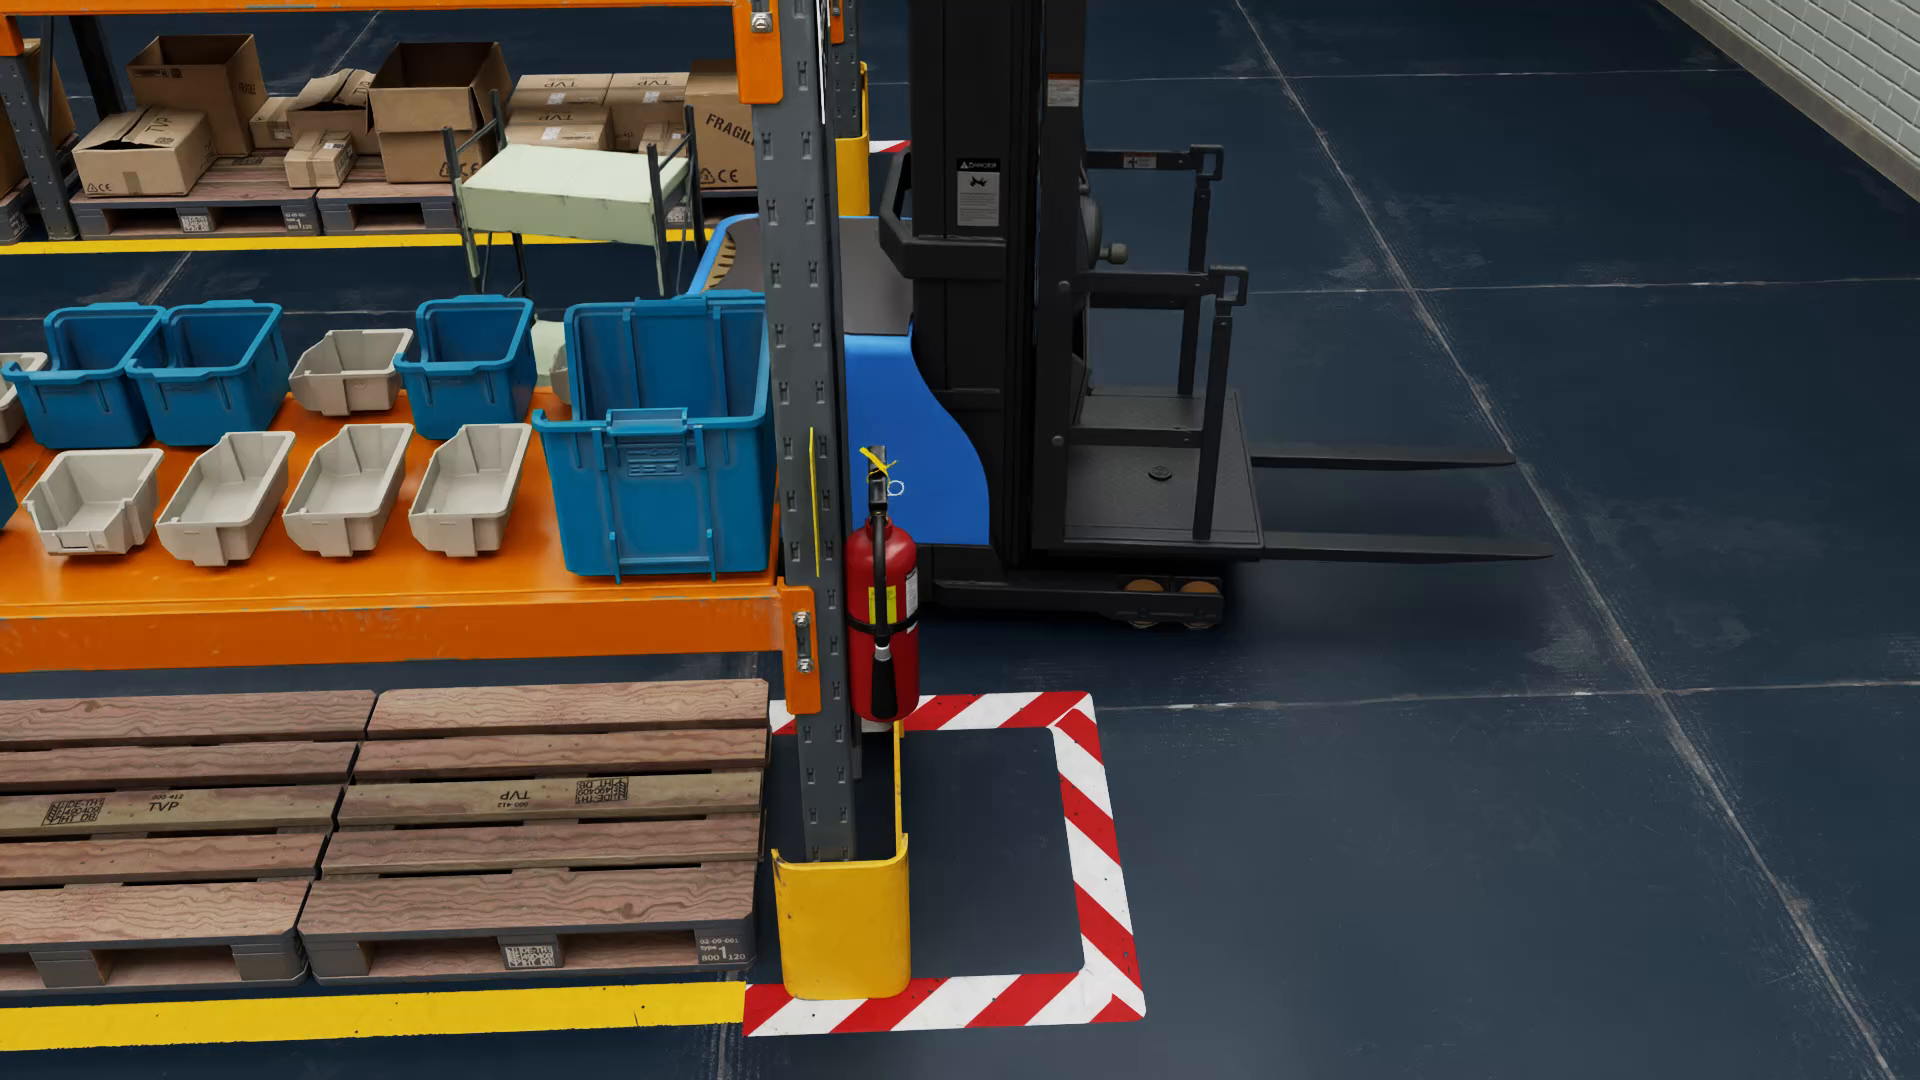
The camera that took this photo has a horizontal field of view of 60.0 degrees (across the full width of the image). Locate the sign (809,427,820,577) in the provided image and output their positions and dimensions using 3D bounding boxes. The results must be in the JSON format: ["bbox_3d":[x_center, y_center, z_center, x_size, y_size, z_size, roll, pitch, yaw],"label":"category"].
[{"bbox_3d":[-0.313,-0.079,3.585,0.005,0.325,0.100,-2,35,-2],"label":"sign"}]

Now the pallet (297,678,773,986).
[{"bbox_3d":[-1.180,0.822,4.876,1.213,0.211,1.003,-2,35,-2],"label":"pallet"}]

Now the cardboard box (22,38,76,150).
[{"bbox_3d":[-5.076,-2.311,8.763,0.500,0.500,0.500,-3,35,-4],"label":"cardboard box"}]

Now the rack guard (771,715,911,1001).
[{"bbox_3d":[-0.331,0.695,4.806,0.348,0.500,1.175,-2,35,-2],"label":"rack guard"}]

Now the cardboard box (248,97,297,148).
[{"bbox_3d":[-3.654,-2.262,9.001,0.250,0.149,0.380,-2,35,-2],"label":"cardboard box"}]

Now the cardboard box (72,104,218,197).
[{"bbox_3d":[-4.152,-1.996,8.474,0.500,0.311,0.500,-2,35,-2],"label":"cardboard box"}]

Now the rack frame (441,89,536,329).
[{"bbox_3d":[-1.702,-0.882,6.206,0.023,1.500,0.400,7,35,10],"label":"rack frame"}]

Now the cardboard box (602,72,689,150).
[{"bbox_3d":[-1.642,-2.324,9.001,0.500,0.250,0.500,-2,35,-2],"label":"cardboard box"}]

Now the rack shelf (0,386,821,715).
[{"bbox_3d":[-2.353,0.025,4.210,4.000,0.370,1.077,-2,35,-2],"label":"rack shelf"}]

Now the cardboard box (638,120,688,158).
[{"bbox_3d":[-1.526,-2.042,8.667,0.250,0.166,0.380,-2,35,-2],"label":"cardboard box"}]

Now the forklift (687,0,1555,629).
[{"bbox_3d":[0.580,-1.207,5.419,3.031,2.935,1.130,2,35,3],"label":"forklift"}]

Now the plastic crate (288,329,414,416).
[{"bbox_3d":[-1.619,-0.441,4.431,0.298,0.136,0.250,-2,35,-2],"label":"plastic crate"}]

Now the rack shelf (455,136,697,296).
[{"bbox_3d":[-1.343,-1.160,5.922,0.720,0.370,0.431,7,35,10],"label":"rack shelf"}]

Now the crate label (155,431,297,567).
[{"bbox_3d":[-1.728,-0.095,3.930,0.243,0.136,0.396,-2,35,-2],"label":"crate label"}]

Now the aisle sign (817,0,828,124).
[{"bbox_3d":[-0.269,-1.229,3.105,0.004,0.787,0.394,-2,35,-2],"label":"aisle sign"}]

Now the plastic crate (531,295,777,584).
[{"bbox_3d":[-0.680,-0.248,3.889,0.499,0.435,0.616,-2,35,-2],"label":"plastic crate"}]

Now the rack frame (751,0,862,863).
[{"bbox_3d":[-0.355,-0.324,4.083,0.127,3.000,1.000,-2,35,-2],"label":"rack frame"}]

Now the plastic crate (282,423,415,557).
[{"bbox_3d":[-1.451,-0.116,3.961,0.243,0.136,0.396,-2,35,-2],"label":"plastic crate"}]

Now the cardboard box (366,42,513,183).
[{"bbox_3d":[-2.705,-2.240,8.658,0.637,0.503,0.797,-2,35,-2],"label":"cardboard box"}]

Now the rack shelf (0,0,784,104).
[{"bbox_3d":[-2.353,-1.208,3.356,4.000,0.370,1.077,-2,35,-2],"label":"rack shelf"}]

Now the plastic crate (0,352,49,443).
[{"bbox_3d":[-2.625,-0.351,4.300,0.466,0.136,0.293,-2,35,-2],"label":"plastic crate"}]

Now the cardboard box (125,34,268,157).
[{"bbox_3d":[-4.025,-2.362,8.837,0.500,0.500,0.500,-2,35,-2],"label":"cardboard box"}]

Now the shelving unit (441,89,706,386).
[{"bbox_3d":[-1.343,-0.839,6.144,0.755,1.500,0.431,7,35,10],"label":"shelving unit"}]

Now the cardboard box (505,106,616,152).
[{"bbox_3d":[-2.067,-2.027,8.573,0.500,0.250,0.500,-2,35,-2],"label":"cardboard box"}]

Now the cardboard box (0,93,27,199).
[{"bbox_3d":[-5.060,-2.009,8.327,0.500,0.500,0.500,-2,35,-2],"label":"cardboard box"}]

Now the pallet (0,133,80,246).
[{"bbox_3d":[-5.392,-1.842,8.727,1.213,0.211,1.003,-2,35,-2],"label":"pallet"}]

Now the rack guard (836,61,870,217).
[{"bbox_3d":[-0.661,-2.110,8.860,0.348,0.500,1.175,-2,35,-2],"label":"rack guard"}]

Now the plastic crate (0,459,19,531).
[{"bbox_3d":[-2.394,-0.079,3.823,0.300,0.233,0.416,-2,35,-2],"label":"plastic crate"}]

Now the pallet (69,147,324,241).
[{"bbox_3d":[-3.895,-1.904,8.815,1.213,0.211,1.003,-2,35,-2],"label":"pallet"}]

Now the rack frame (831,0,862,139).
[{"bbox_3d":[-0.586,-3.140,8.152,0.127,3.000,1.000,-2,35,-2],"label":"rack frame"}]

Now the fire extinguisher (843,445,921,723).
[{"bbox_3d":[-0.183,0.115,3.844,0.183,0.674,0.296,-2,35,-2],"label":"fire extinguisher"}]

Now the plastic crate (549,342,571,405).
[{"bbox_3d":[-0.941,-0.460,4.457,0.298,0.136,0.250,-2,35,-2],"label":"plastic crate"}]

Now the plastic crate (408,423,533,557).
[{"bbox_3d":[-1.161,-0.116,3.960,0.243,0.136,0.396,-2,35,-2],"label":"plastic crate"}]

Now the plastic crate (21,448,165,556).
[{"bbox_3d":[-2.023,-0.076,3.903,0.250,0.136,0.298,-2,35,-2],"label":"plastic crate"}]

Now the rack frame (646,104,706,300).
[{"bbox_3d":[-0.985,-0.796,6.082,0.023,1.500,0.400,7,35,10],"label":"rack frame"}]

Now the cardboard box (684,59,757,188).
[{"bbox_3d":[-1.117,-2.139,8.514,0.500,0.500,0.500,-2,35,-2],"label":"cardboard box"}]

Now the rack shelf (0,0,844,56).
[{"bbox_3d":[-2.583,-2.790,8.278,4.000,0.370,1.077,-2,35,-2],"label":"rack shelf"}]

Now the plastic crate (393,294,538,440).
[{"bbox_3d":[-1.275,-0.443,4.349,0.300,0.233,0.416,-2,35,-2],"label":"plastic crate"}]

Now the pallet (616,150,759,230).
[{"bbox_3d":[-1.458,-1.969,8.910,1.213,0.211,1.003,-2,35,-2],"label":"pallet"}]

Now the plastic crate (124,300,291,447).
[{"bbox_3d":[-1.932,-0.425,4.323,0.300,0.233,0.416,-2,35,-2],"label":"plastic crate"}]

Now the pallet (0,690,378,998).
[{"bbox_3d":[-2.396,0.854,4.831,1.213,0.211,1.003,-2,35,-2],"label":"pallet"}]

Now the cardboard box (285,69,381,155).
[{"bbox_3d":[-3.276,-2.305,8.920,0.500,0.311,0.500,-2,35,-2],"label":"cardboard box"}]

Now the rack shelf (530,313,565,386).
[{"bbox_3d":[-1.343,-0.571,6.330,0.720,0.370,0.431,7,35,10],"label":"rack shelf"}]

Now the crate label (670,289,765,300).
[{"bbox_3d":[-0.617,-0.461,4.374,0.303,0.233,0.416,-2,35,-2],"label":"crate label"}]

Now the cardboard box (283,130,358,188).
[{"bbox_3d":[-3.288,-1.966,8.557,0.250,0.166,0.380,-2,35,-2],"label":"cardboard box"}]

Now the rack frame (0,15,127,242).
[{"bbox_3d":[-4.581,-3.032,7.996,0.127,3.000,1.000,-2,35,-2],"label":"rack frame"}]

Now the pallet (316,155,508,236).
[{"bbox_3d":[-2.673,-1.938,8.865,1.213,0.211,1.003,-2,35,-2],"label":"pallet"}]

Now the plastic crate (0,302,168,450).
[{"bbox_3d":[-2.232,-0.417,4.311,0.300,0.233,0.416,-2,35,-2],"label":"plastic crate"}]

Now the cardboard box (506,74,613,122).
[{"bbox_3d":[-2.141,-2.310,8.982,0.500,0.250,0.500,-2,35,-2],"label":"cardboard box"}]

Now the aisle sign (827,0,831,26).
[{"bbox_3d":[-0.297,-1.564,3.590,0.004,0.787,0.394,-2,35,-2],"label":"aisle sign"}]
